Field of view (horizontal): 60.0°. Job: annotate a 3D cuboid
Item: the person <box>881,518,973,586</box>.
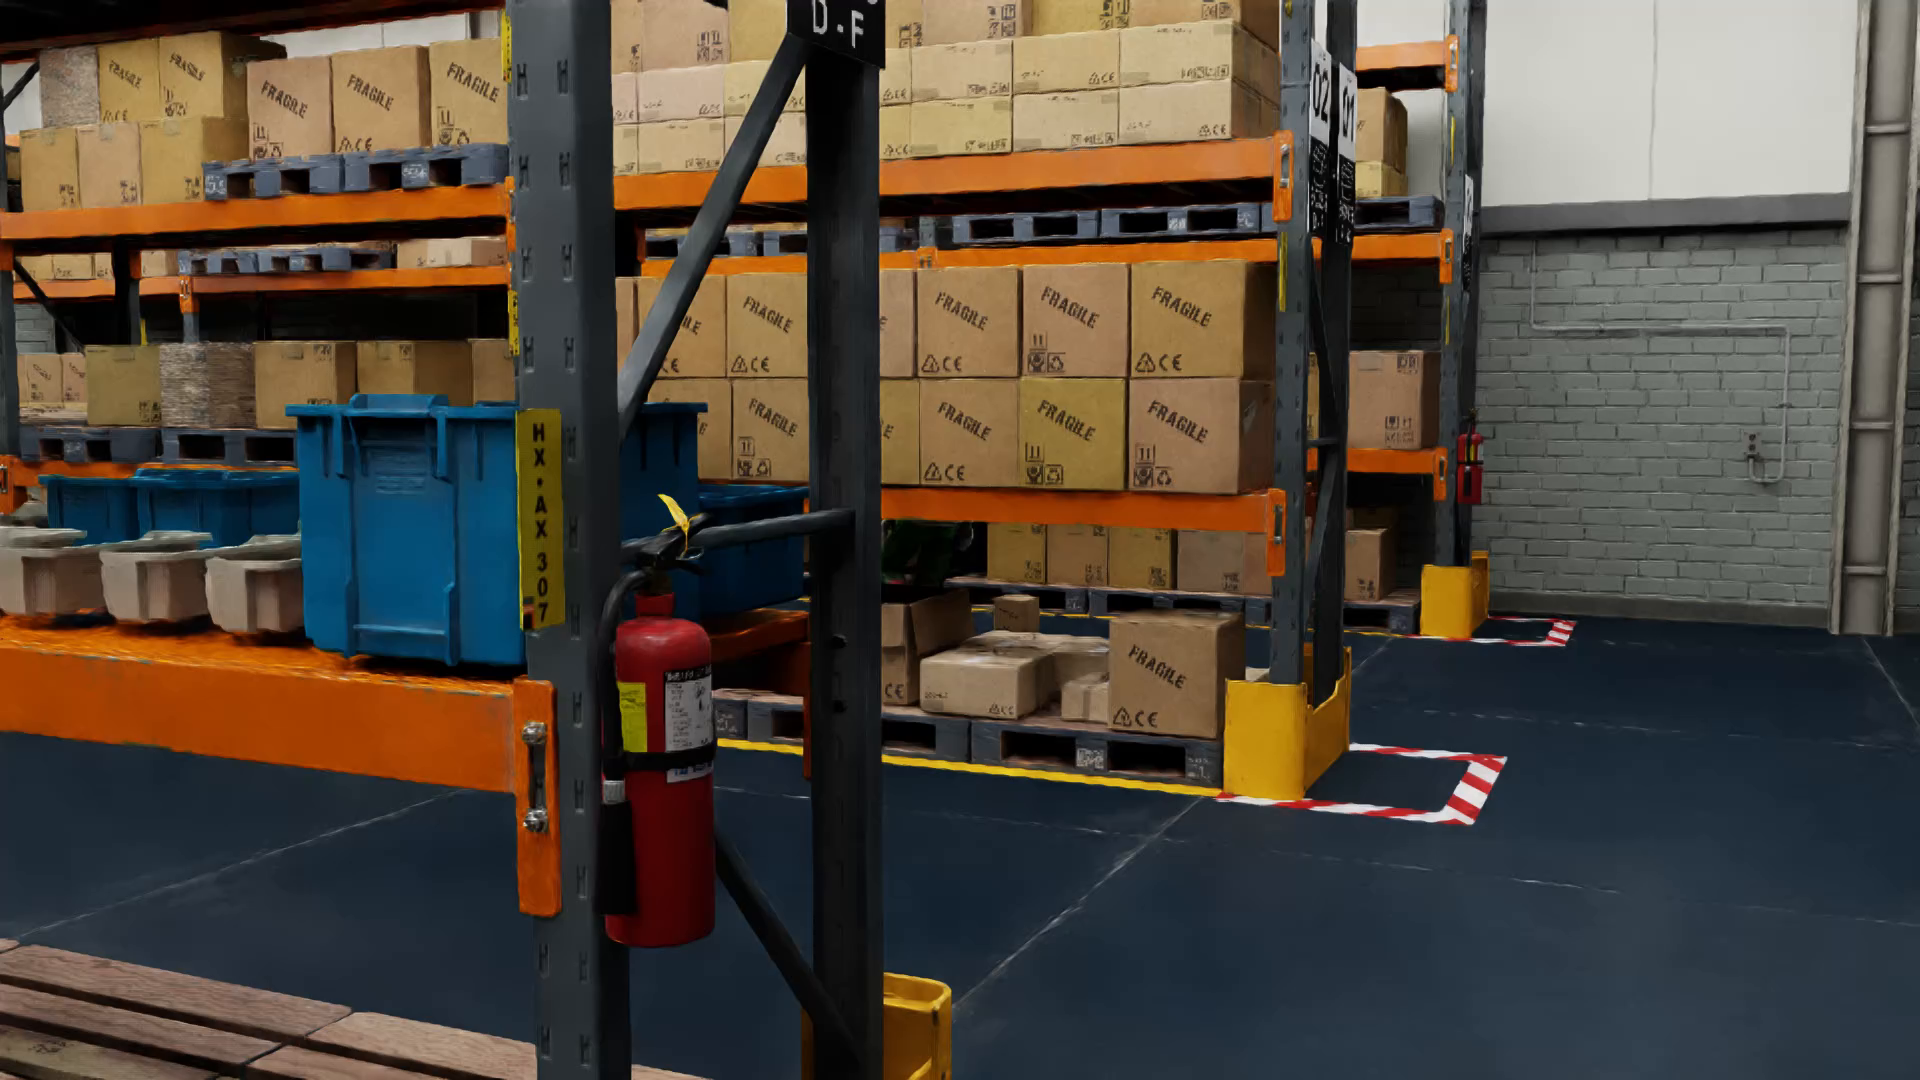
[{"bbox_3d":[-0.232,-0.107,10.466,0.678,1.772,0.465,-3,6,-28],"label":"person"}]
